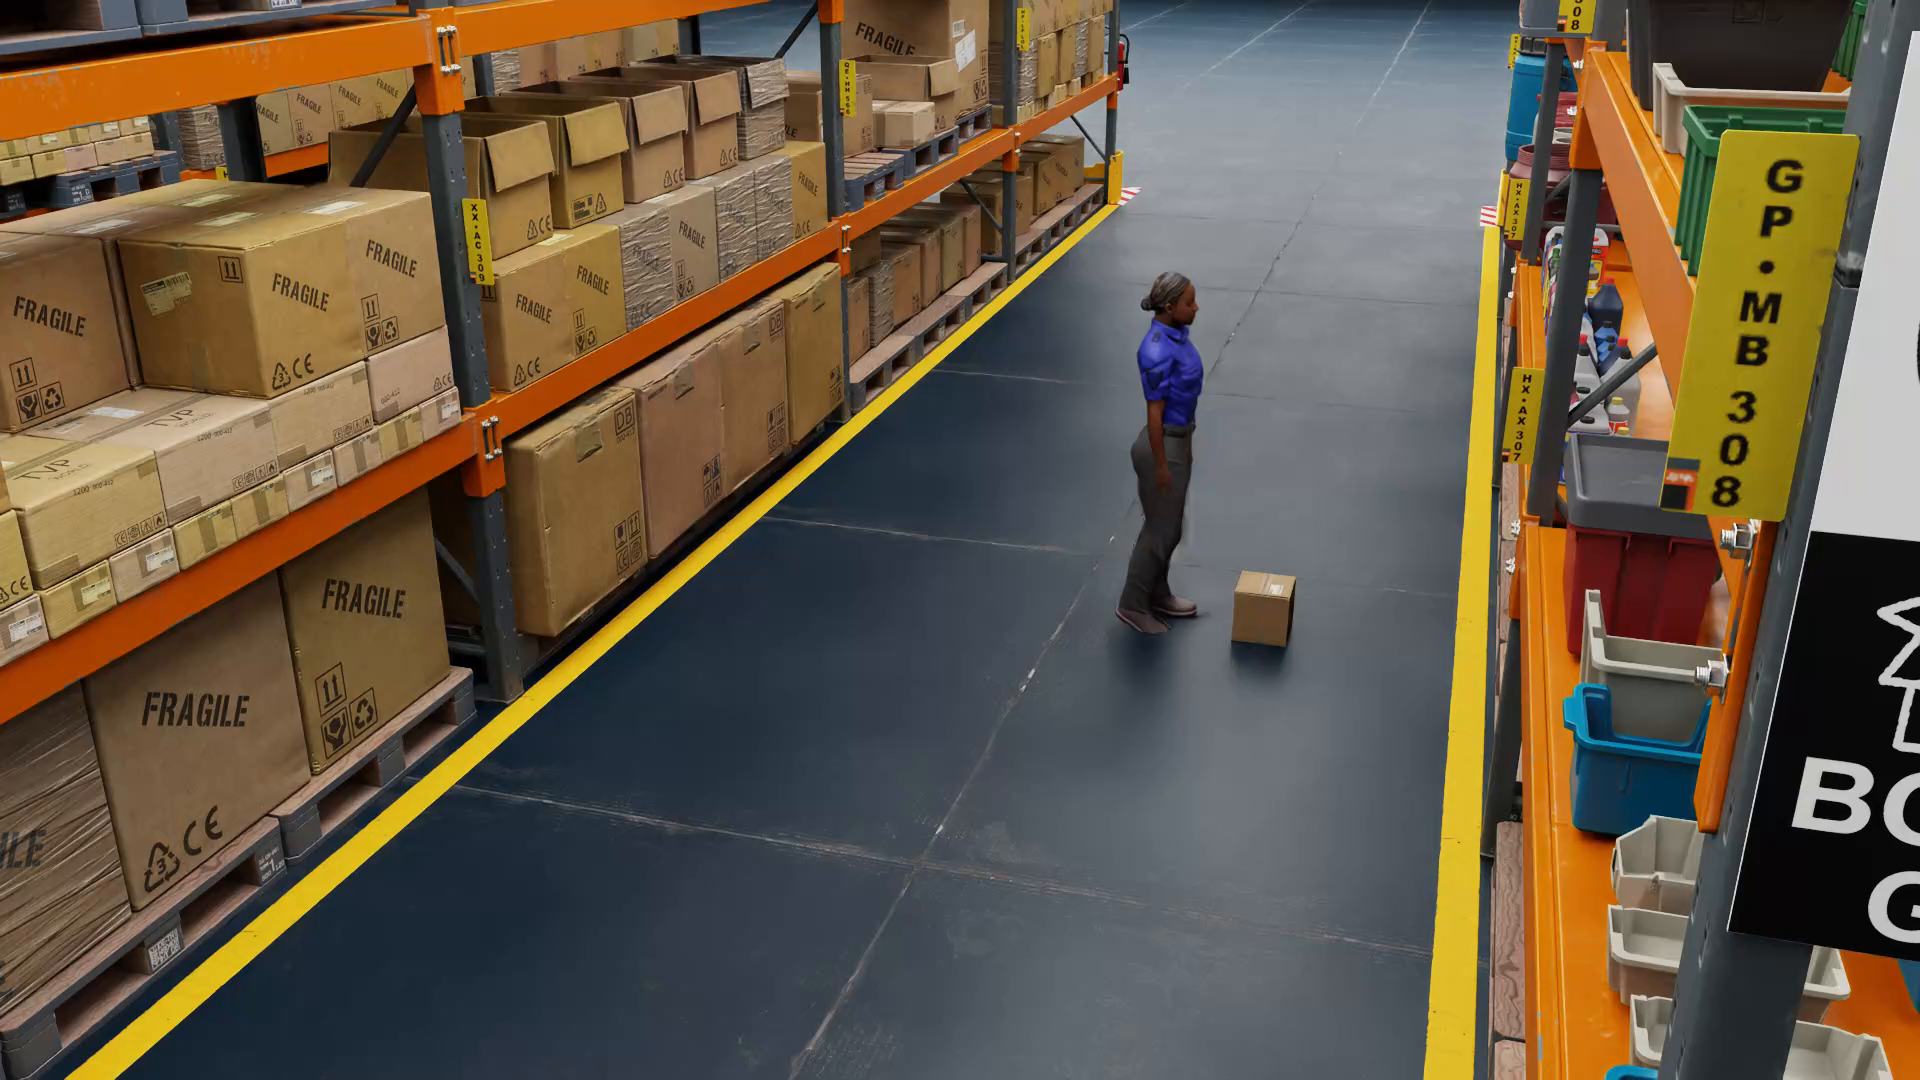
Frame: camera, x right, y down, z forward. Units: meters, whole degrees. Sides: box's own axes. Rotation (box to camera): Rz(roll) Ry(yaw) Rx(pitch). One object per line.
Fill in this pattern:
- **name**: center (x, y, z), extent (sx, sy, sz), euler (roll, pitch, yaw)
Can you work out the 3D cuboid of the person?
- **person**: center (0.930, -0.376, 7.572), extent (0.351, 1.718, 0.450), euler (7, 23, 16)
